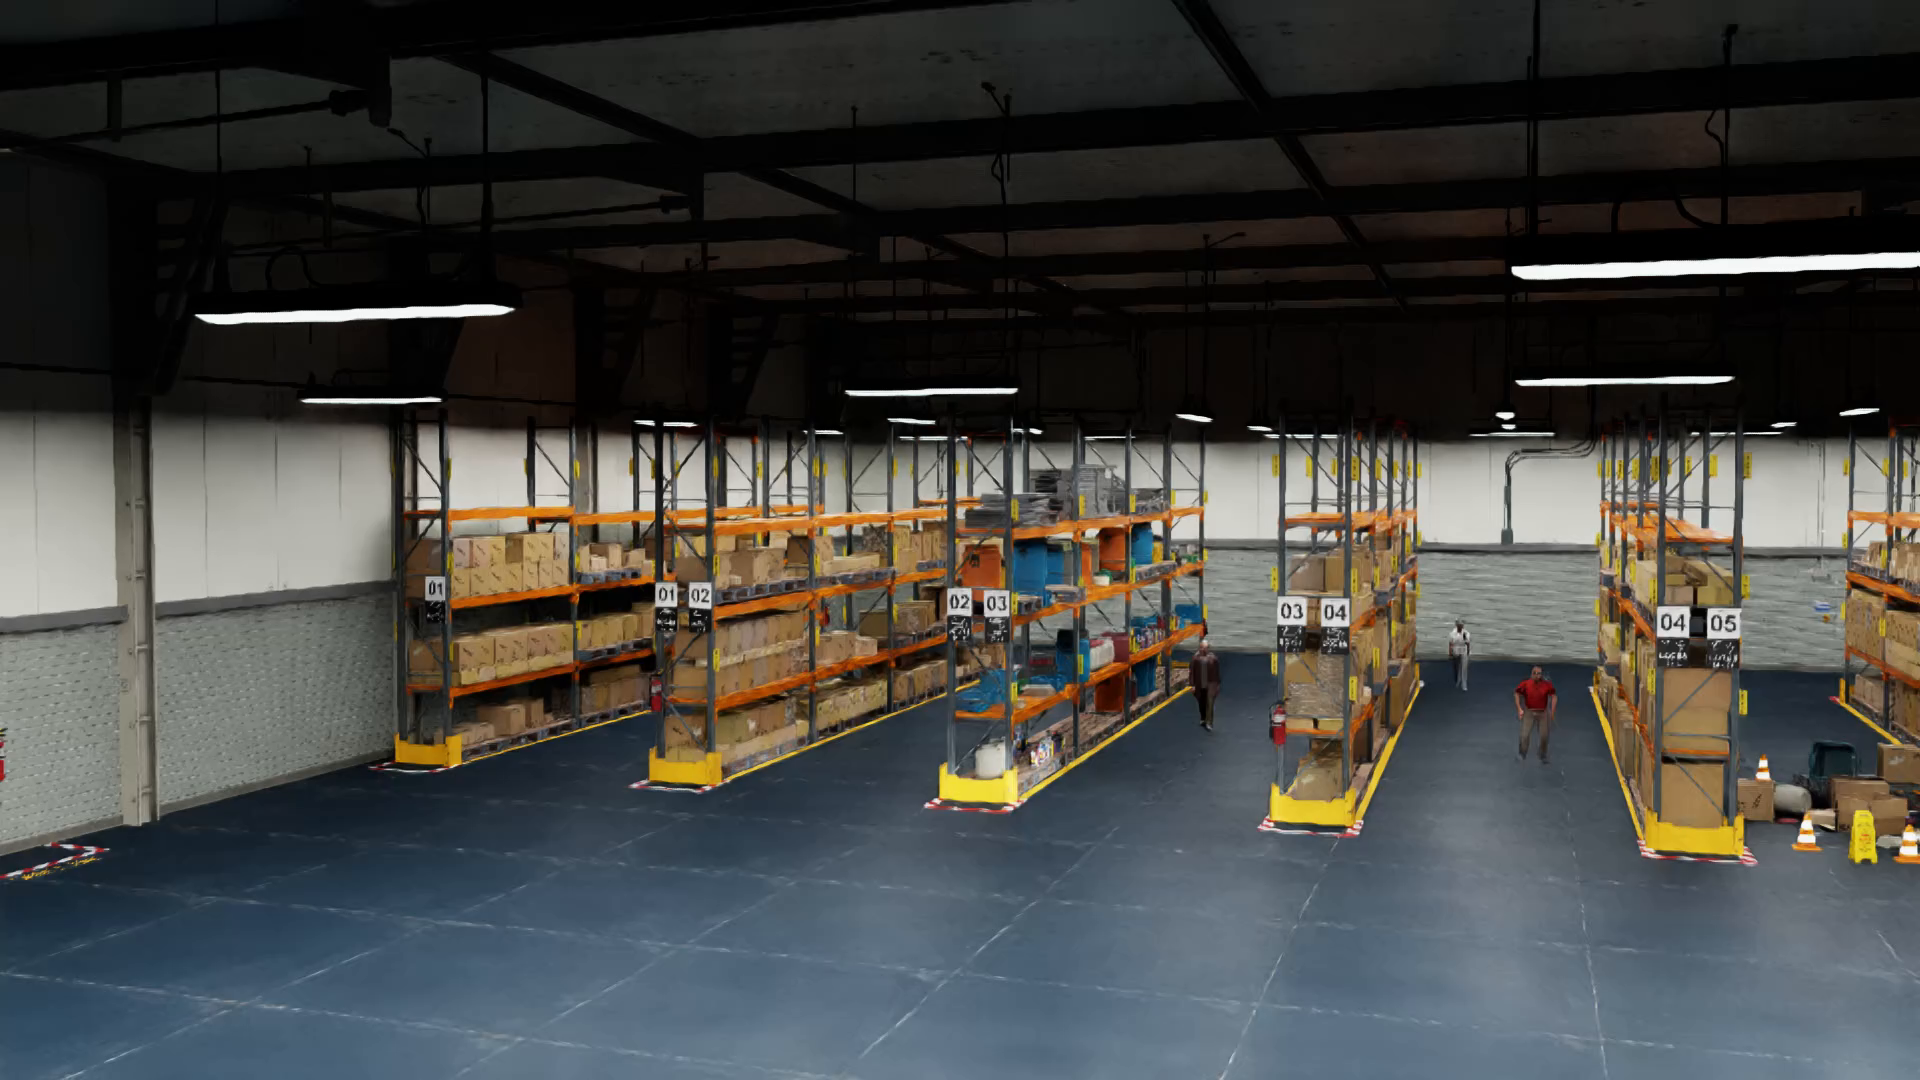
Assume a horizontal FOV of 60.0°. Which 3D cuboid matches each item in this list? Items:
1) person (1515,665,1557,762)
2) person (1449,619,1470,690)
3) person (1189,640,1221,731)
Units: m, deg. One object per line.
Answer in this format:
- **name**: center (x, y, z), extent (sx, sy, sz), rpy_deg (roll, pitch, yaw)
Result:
- **person**: center (9.801, 2.954, 28.323), extent (0.682, 1.676, 0.529), rpy_deg (1, 3, 17)
- **person**: center (11.339, 2.572, 37.754), extent (0.456, 1.589, 1.088), rpy_deg (1, 3, 21)
- **person**: center (4.678, 2.762, 31.857), extent (0.601, 1.696, 1.184), rpy_deg (1, 3, 17)
